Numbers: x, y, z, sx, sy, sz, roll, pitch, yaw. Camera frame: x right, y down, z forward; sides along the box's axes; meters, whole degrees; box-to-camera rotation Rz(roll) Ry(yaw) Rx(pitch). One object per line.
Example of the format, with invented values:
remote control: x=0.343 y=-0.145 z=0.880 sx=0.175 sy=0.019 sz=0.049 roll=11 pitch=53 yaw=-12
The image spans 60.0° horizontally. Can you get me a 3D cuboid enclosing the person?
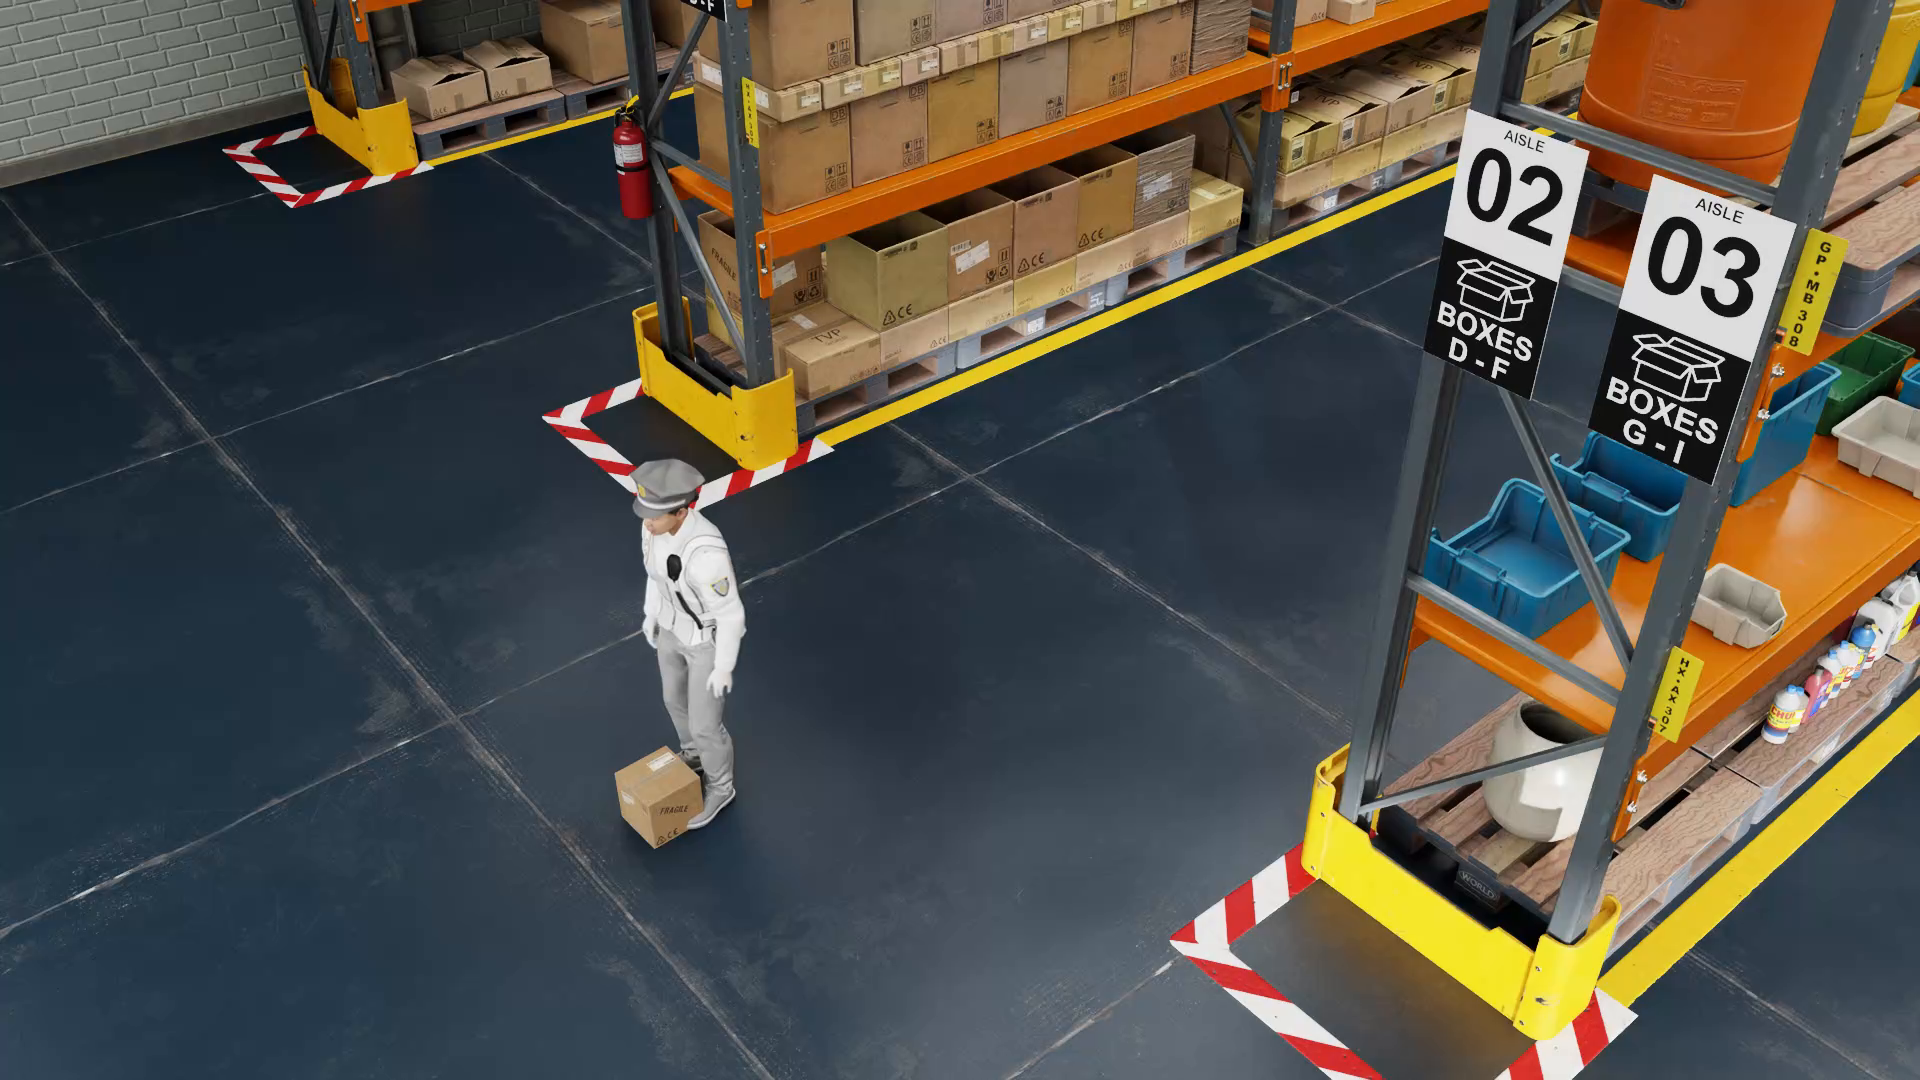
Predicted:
person: x=-1.060 y=0.400 z=6.522 sx=0.408 sy=1.667 sz=0.547 roll=-29 pitch=45 yaw=-33
